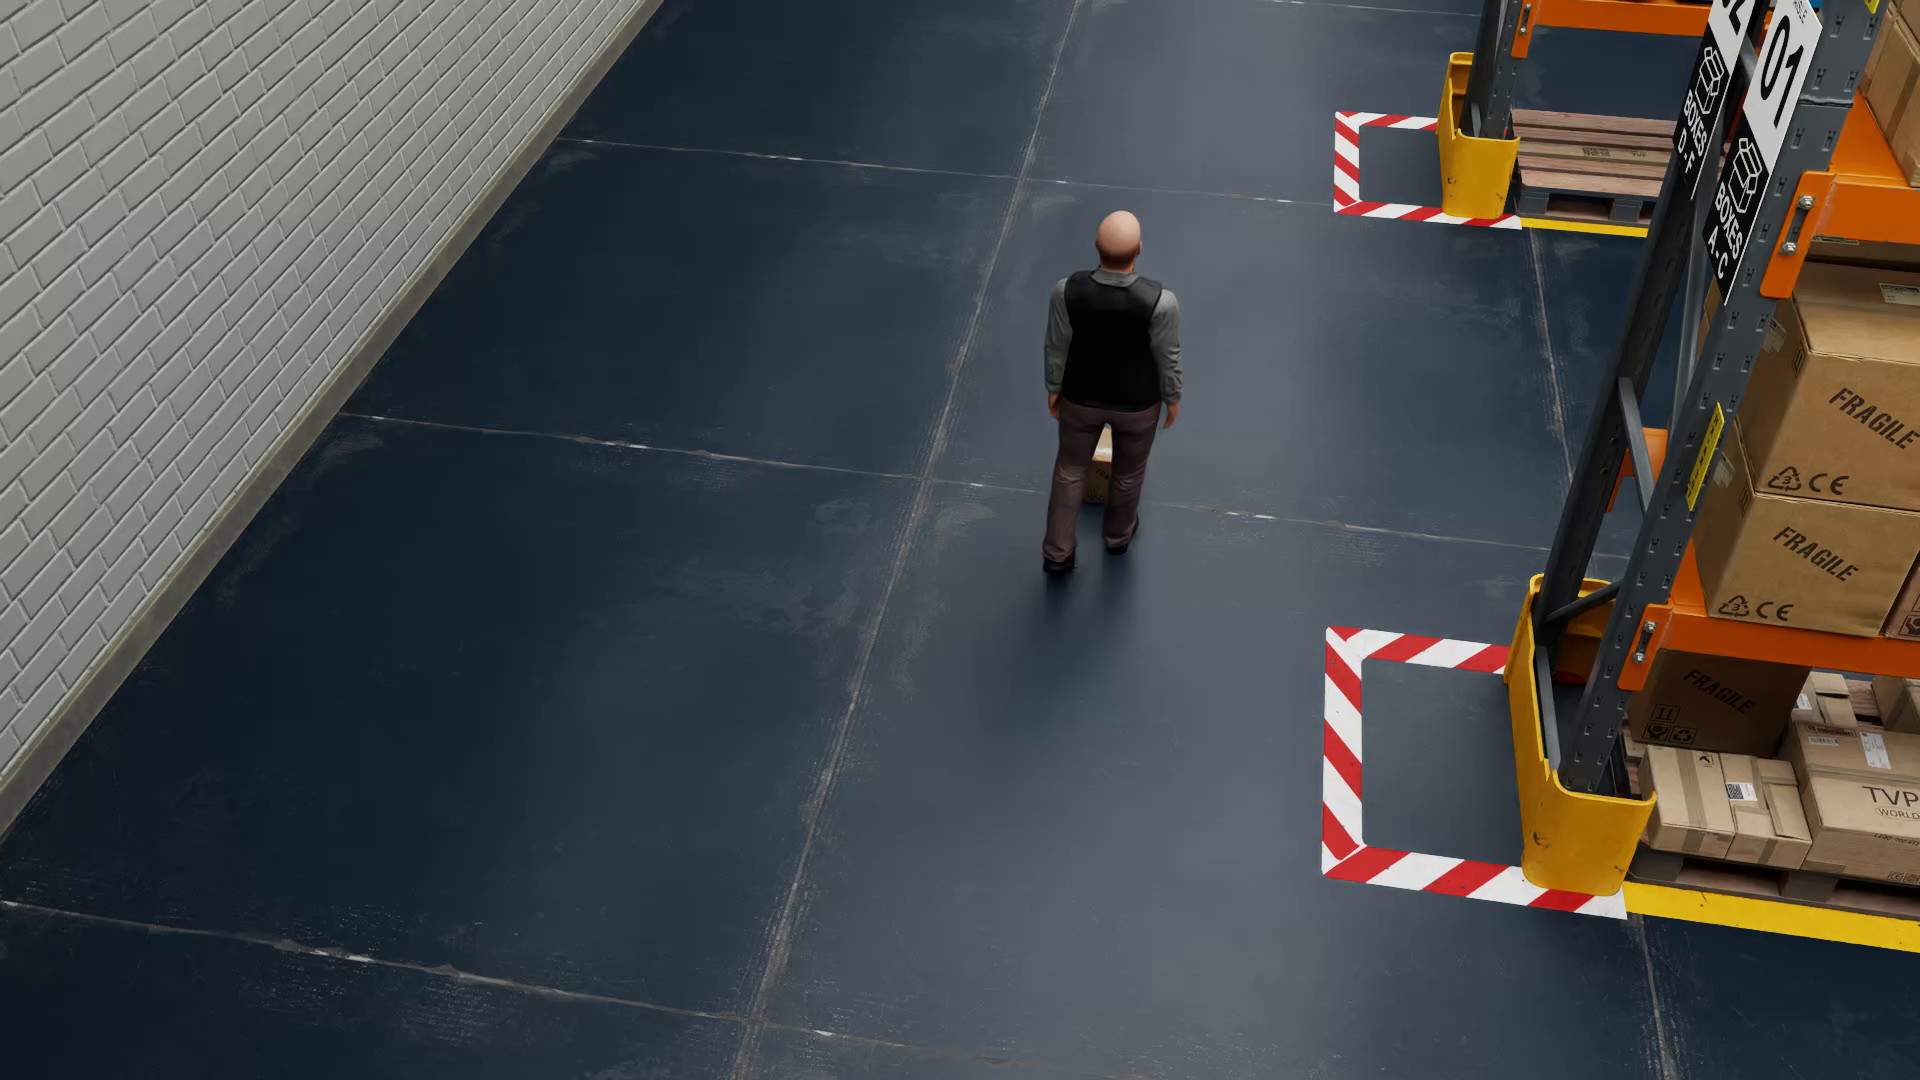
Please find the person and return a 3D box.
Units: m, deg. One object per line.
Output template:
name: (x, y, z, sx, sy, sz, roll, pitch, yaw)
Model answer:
person: (0.634, -0.592, 6.882, 0.567, 1.738, 0.599, 11, 41, 13)
